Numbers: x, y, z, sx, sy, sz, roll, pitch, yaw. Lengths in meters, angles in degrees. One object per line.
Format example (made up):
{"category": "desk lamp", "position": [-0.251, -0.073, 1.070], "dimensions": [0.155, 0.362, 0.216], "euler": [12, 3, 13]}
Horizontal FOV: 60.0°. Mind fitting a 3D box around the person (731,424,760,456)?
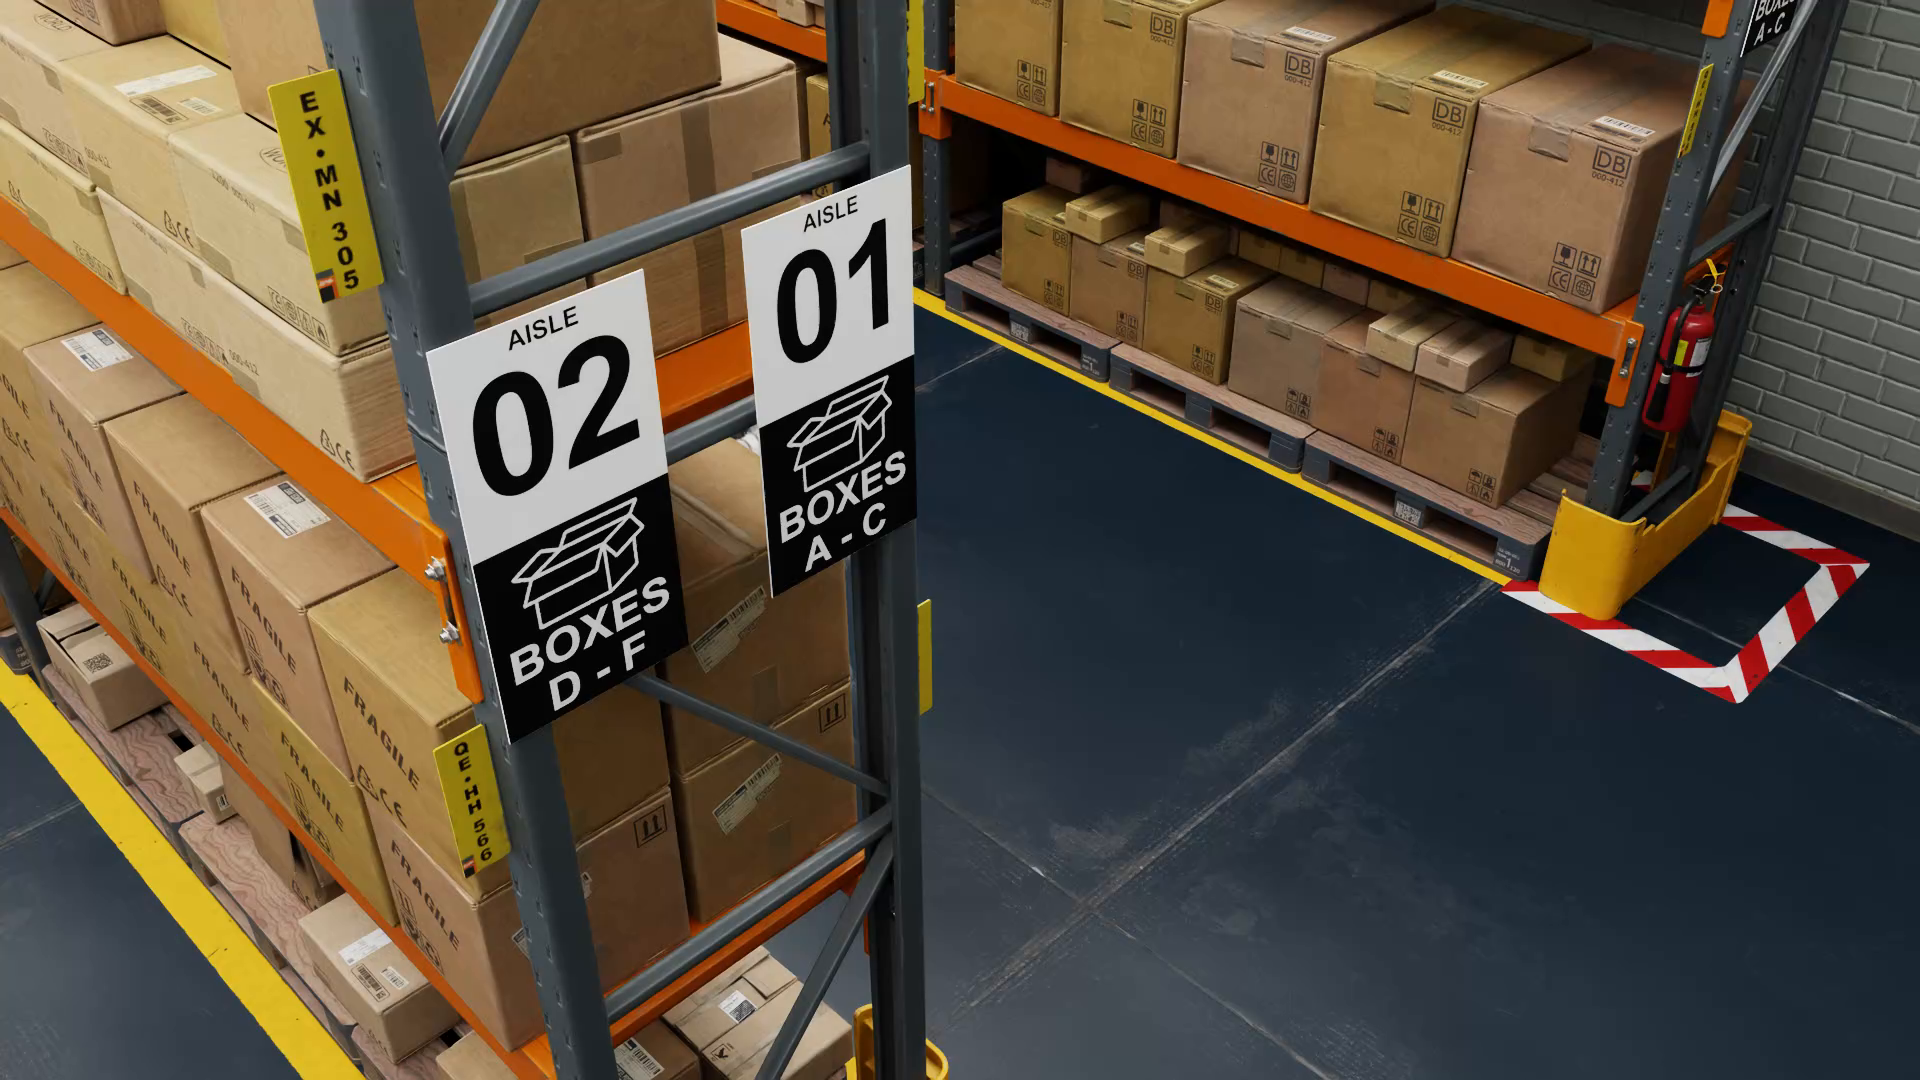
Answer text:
{"category": "person", "position": [-0.696, 0.026, 6.094], "dimensions": [0.429, 1.679, 0.482], "euler": [29, 45, 34]}
